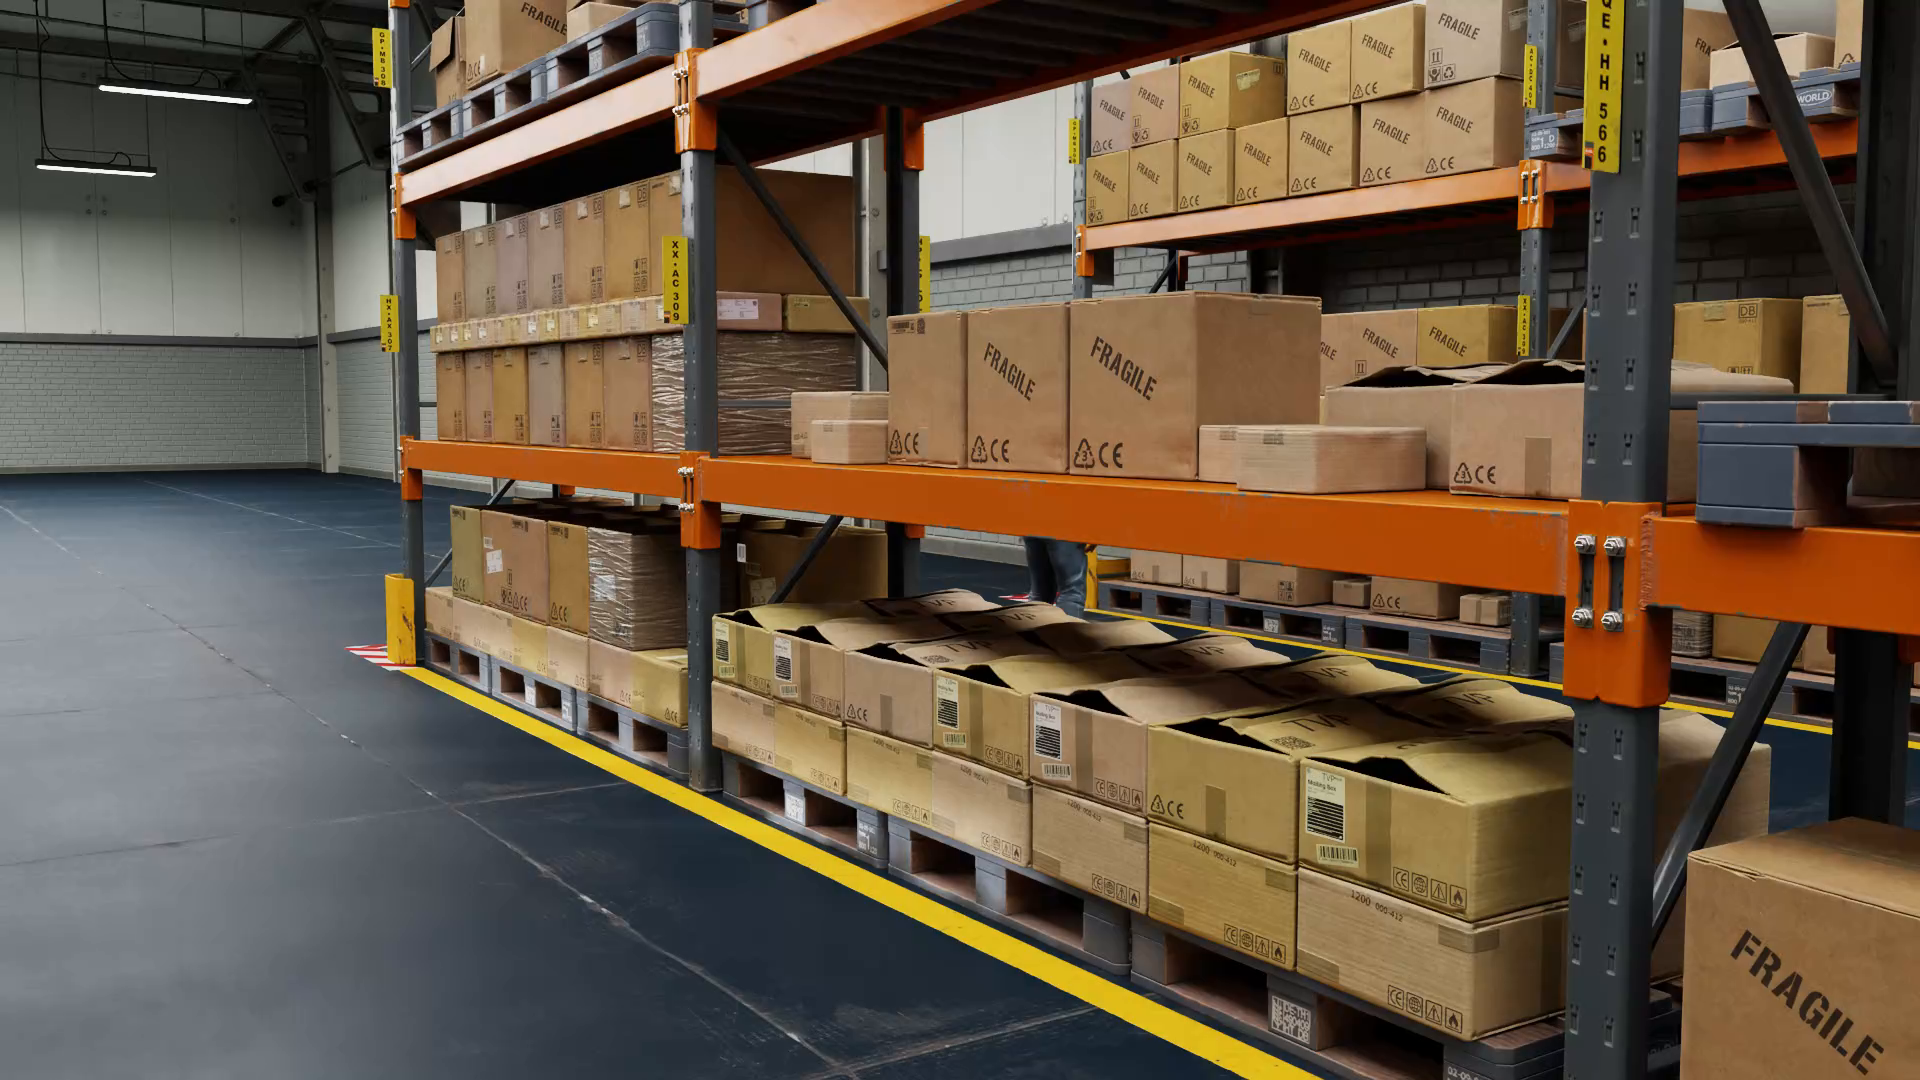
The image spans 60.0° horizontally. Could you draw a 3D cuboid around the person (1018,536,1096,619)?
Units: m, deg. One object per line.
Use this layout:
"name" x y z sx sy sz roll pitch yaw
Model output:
"person" 0.528 -0.113 9.120 0.463 1.759 0.620 -3 6 -36
